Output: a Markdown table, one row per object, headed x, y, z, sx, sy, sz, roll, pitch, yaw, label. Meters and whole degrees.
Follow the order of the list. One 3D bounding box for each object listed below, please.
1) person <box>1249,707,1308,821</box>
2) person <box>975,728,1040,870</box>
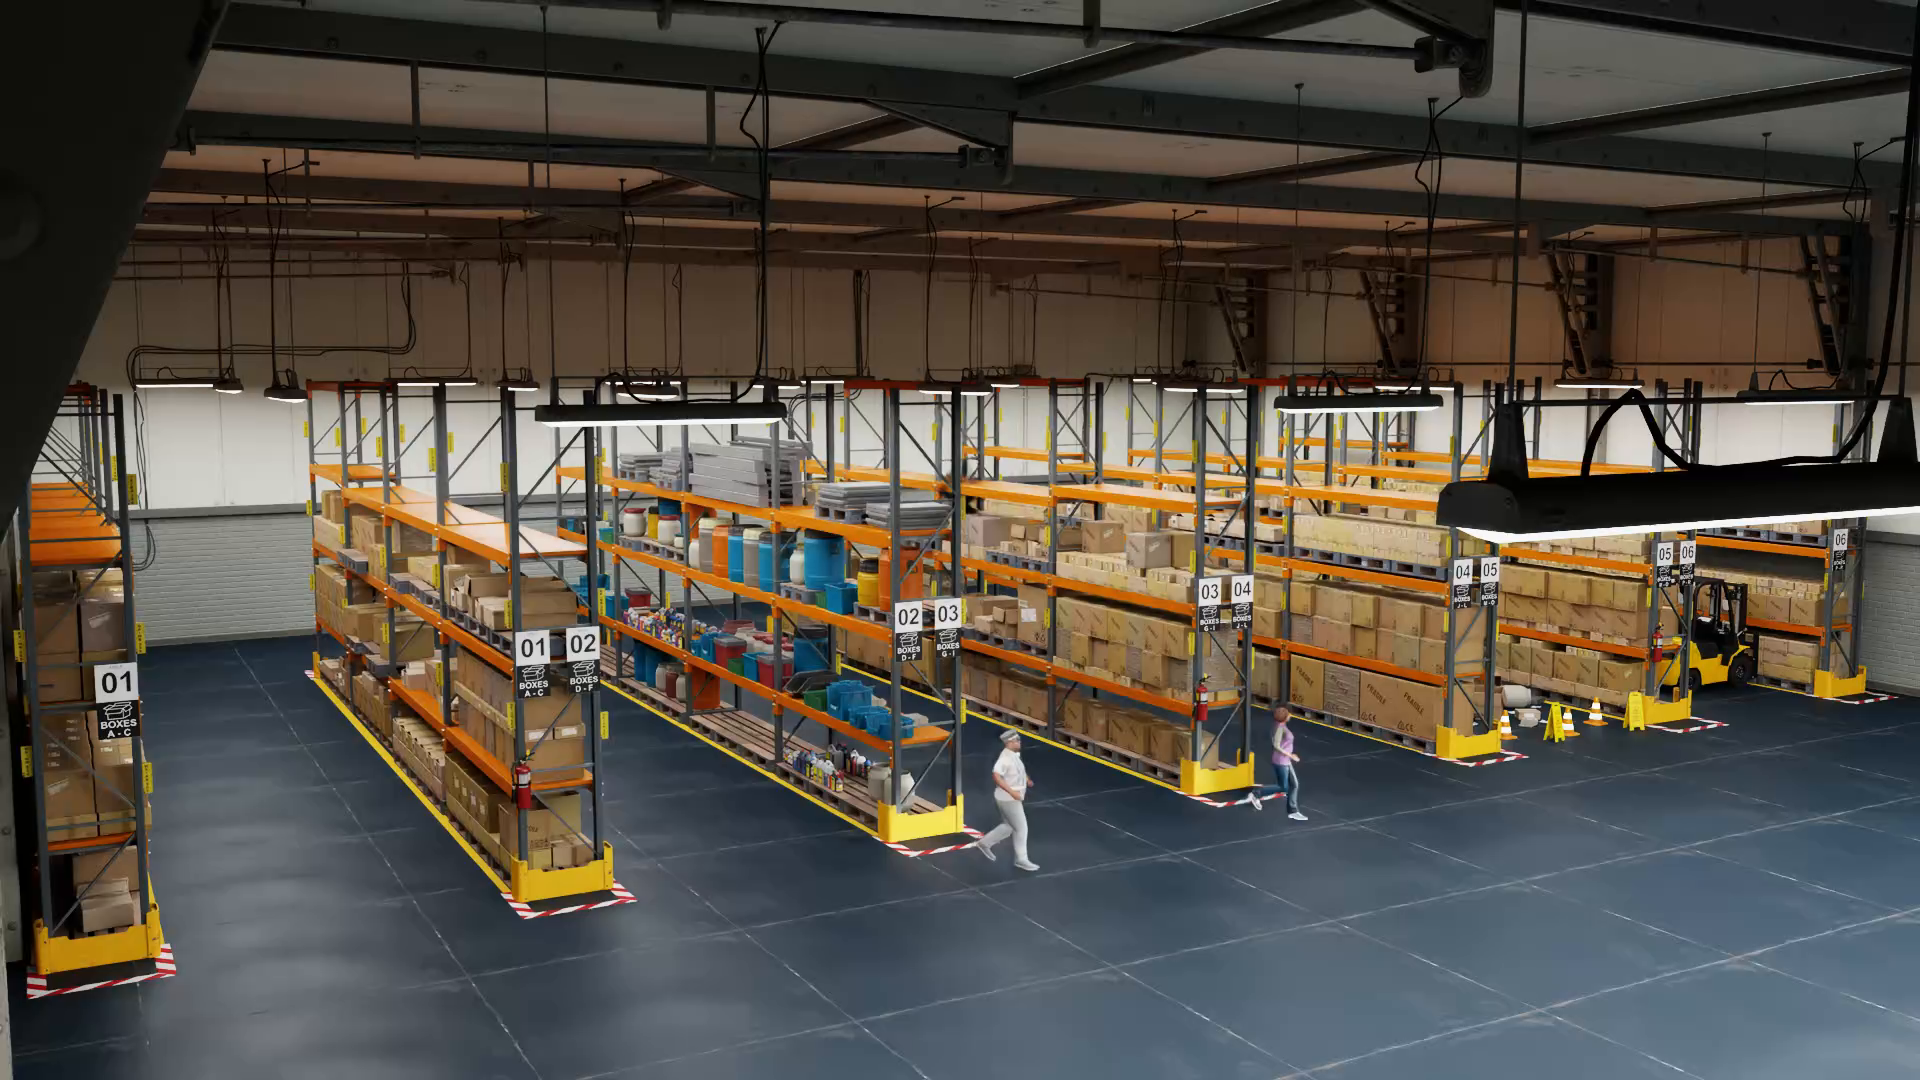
| x | y | z | sx | sy | sz | roll | pitch | yaw | label |
| --- | --- | --- | --- | --- | --- | --- | --- | --- | --- |
| 4.446 | 3.100 | 23.138 | 0.818 | 1.578 | 0.565 | 1 | 6 | 14 | person |
| 0.596 | 3.245 | 20.875 | 0.818 | 1.786 | 0.672 | 0 | 6 | 3 | person |
